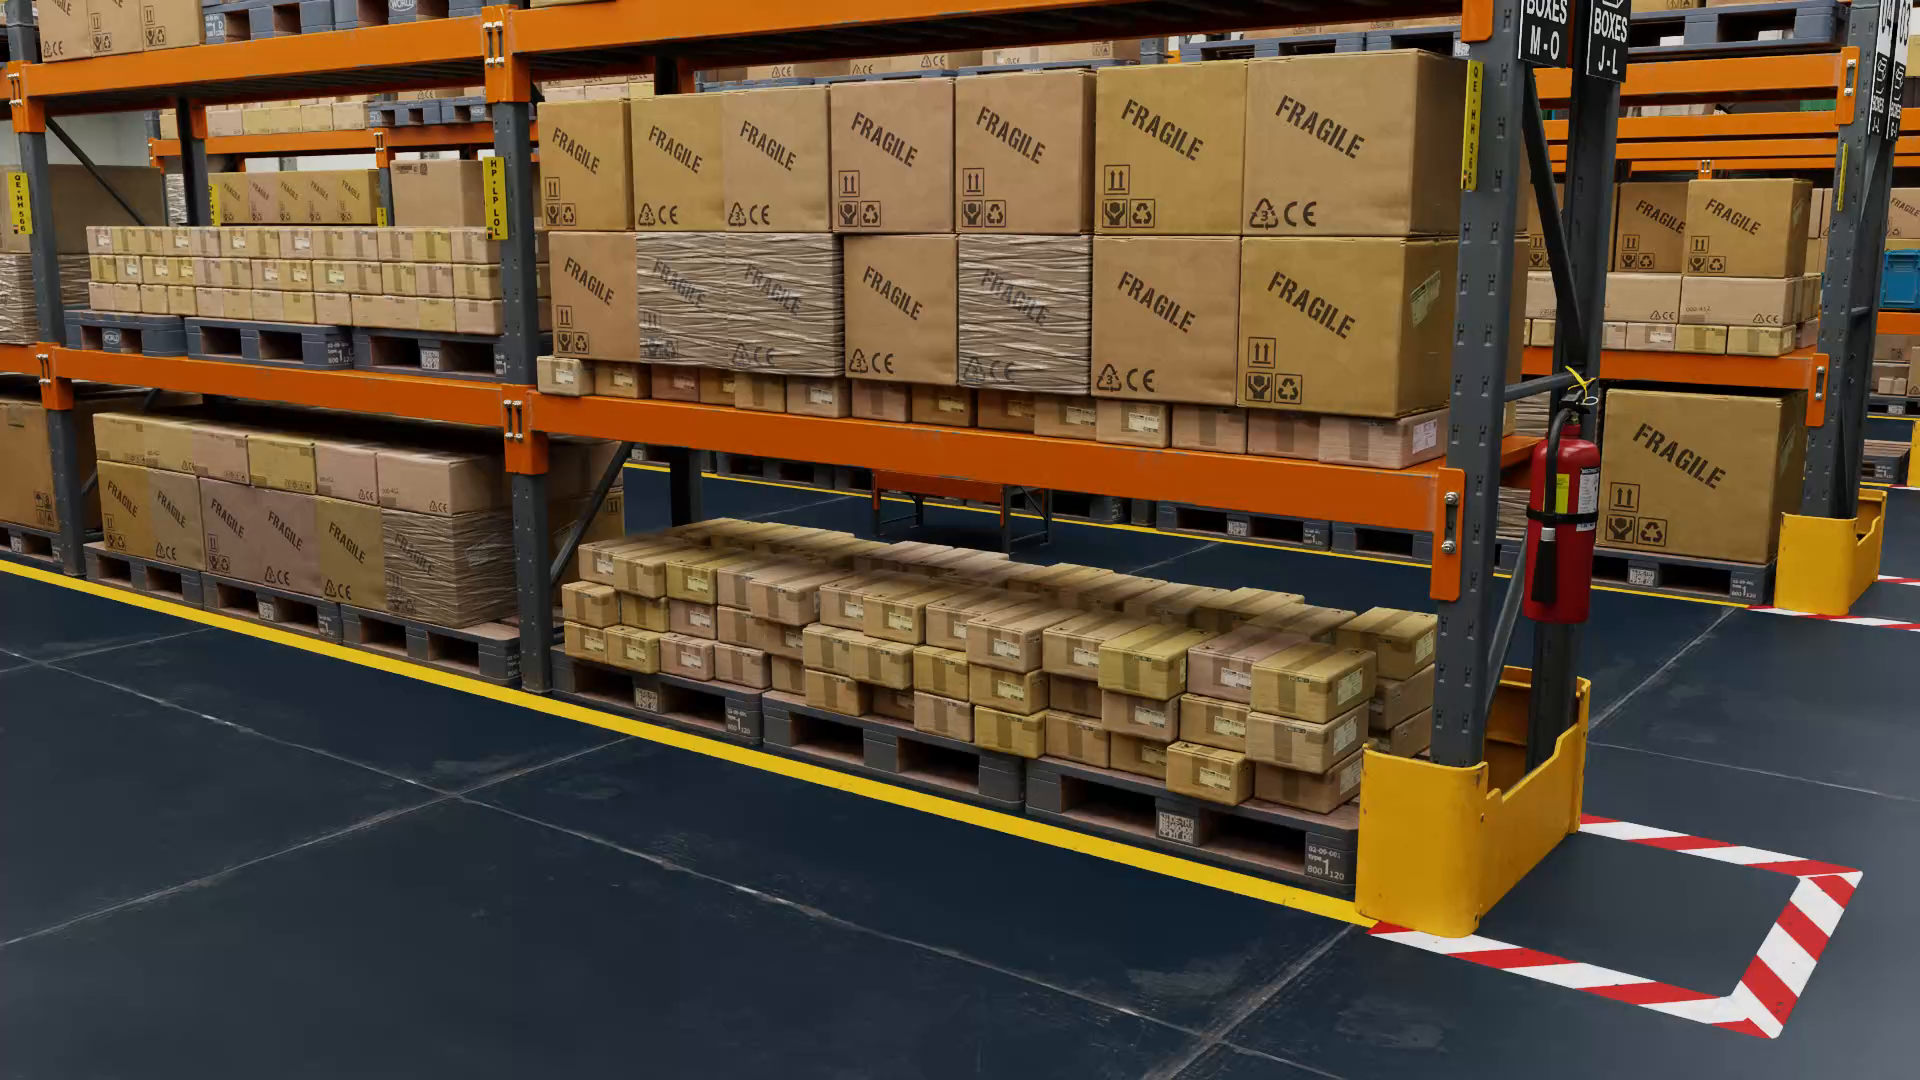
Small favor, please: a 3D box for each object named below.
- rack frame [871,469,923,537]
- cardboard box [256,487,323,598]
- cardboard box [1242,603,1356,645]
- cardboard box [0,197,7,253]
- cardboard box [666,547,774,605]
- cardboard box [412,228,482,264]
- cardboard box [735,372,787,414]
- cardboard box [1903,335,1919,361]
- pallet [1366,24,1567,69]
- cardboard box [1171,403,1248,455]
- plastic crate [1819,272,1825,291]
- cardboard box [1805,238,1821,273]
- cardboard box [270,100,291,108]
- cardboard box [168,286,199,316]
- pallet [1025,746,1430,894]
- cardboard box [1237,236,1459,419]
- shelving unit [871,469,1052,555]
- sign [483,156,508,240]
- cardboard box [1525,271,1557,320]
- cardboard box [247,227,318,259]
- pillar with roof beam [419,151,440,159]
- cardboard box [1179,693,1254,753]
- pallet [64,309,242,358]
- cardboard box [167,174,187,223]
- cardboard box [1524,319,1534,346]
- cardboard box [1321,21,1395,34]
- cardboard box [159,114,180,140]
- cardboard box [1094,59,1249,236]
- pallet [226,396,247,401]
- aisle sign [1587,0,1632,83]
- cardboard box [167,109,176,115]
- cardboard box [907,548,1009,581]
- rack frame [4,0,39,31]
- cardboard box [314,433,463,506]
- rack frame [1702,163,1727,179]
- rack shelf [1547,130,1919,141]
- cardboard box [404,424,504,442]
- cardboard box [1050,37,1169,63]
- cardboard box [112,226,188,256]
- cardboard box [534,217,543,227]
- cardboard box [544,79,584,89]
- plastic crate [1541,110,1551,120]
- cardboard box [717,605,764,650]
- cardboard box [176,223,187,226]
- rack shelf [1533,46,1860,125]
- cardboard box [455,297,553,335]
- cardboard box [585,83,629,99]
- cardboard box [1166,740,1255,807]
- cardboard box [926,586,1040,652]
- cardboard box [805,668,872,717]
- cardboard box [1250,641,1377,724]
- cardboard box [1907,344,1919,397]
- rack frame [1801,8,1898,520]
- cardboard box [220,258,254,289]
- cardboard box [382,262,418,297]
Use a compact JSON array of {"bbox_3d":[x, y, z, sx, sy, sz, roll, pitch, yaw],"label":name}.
[{"bbox_3d":[-0.404,-0.609,10.714,0.032,1.125,0.500,8,13,36],"label":"rack frame"},{"bbox_3d":[-3.112,-0.030,8.264,0.500,0.500,0.500,8,13,34],"label":"cardboard box"},{"bbox_3d":[1.168,0.337,5.724,0.250,0.149,0.380,8,14,37],"label":"cardboard box"},{"bbox_3d":[-5.530,-1.989,10.017,0.500,0.500,0.700,8,13,35],"label":"cardboard box"},{"bbox_3d":[-0.967,0.142,6.731,0.250,0.149,0.380,8,13,35],"label":"cardboard box"},{"bbox_3d":[-2.198,-1.311,7.397,0.250,0.149,0.380,7,13,34],"label":"cardboard box"},{"bbox_3d":[-0.629,-0.576,6.270,0.250,0.149,0.380,8,14,37],"label":"cardboard box"},{"bbox_3d":[12.469,-2.562,21.352,0.500,0.500,0.700,8,13,35],"label":"cardboard box"},{"bbox_3d":[3.108,-2.837,9.632,1.213,0.211,1.003,8,13,36],"label":"pallet"},{"bbox_3d":[0.863,-0.370,5.209,0.250,0.149,0.380,8,13,35],"label":"cardboard box"},{"bbox_3d":[7.097,-2.046,13.493,0.300,0.233,0.416,8,13,36],"label":"plastic crate"},{"bbox_3d":[8.819,-2.934,17.535,0.500,0.500,0.500,8,13,35],"label":"cardboard box"},{"bbox_3d":[-6.471,-4.272,16.164,0.250,0.149,0.380,9,14,38],"label":"cardboard box"},{"bbox_3d":[-3.872,-1.251,8.656,0.250,0.149,0.380,9,14,38],"label":"cardboard box"},{"bbox_3d":[0.987,0.823,5.720,1.213,0.211,1.003,8,13,36],"label":"pallet"},{"bbox_3d":[1.168,-0.647,4.931,0.500,0.500,0.500,8,14,37],"label":"cardboard box"},{"bbox_3d":[0.005,-0.552,10.419,1.048,1.125,0.538,8,13,36],"label":"shelving unit"},{"bbox_3d":[-1.867,-1.374,6.684,0.005,0.325,0.100,8,13,36],"label":"sign"},{"bbox_3d":[3.333,-1.389,9.425,0.500,0.250,0.500,7,13,34],"label":"cardboard box"},{"bbox_3d":[-3.249,-1.457,8.155,0.250,0.149,0.380,8,13,35],"label":"cardboard box"},{"bbox_3d":[-15.381,-9.626,36.596,0.548,9.000,9.100,8,13,36],"label":"pillar with roof beam"},{"bbox_3d":[0.909,0.553,5.389,0.250,0.149,0.380,8,13,34],"label":"cardboard box"},{"bbox_3d":[-4.128,-1.182,9.248,1.003,0.211,1.213,8,13,36],"label":"pallet"},{"bbox_3d":[-7.915,-3.570,17.407,0.500,0.500,0.500,8,13,36],"label":"cardboard box"},{"bbox_3d":[3.184,-1.199,9.490,0.250,0.149,0.380,8,14,36],"label":"cardboard box"},{"bbox_3d":[2.573,-3.276,10.034,0.500,0.500,0.700,9,14,38],"label":"cardboard box"},{"bbox_3d":[-7.961,-4.293,17.320,0.500,0.250,0.500,8,14,37],"label":"cardboard box"},{"bbox_3d":[0.758,-1.197,5.142,0.500,0.500,0.500,7,13,34],"label":"cardboard box"},{"bbox_3d":[-7.501,-1.513,17.796,1.213,0.211,1.003,8,13,36],"label":"pallet"},{"bbox_3d":[1.919,-1.755,4.859,0.004,0.787,0.394,8,13,36],"label":"aisle sign"},{"bbox_3d":[-7.960,-4.472,17.196,0.250,0.149,0.380,8,14,37],"label":"cardboard box"},{"bbox_3d":[-0.006,0.146,6.709,0.250,0.149,0.380,7,13,34],"label":"cardboard box"},{"bbox_3d":[-4.766,-4.286,8.990,0.127,3.000,1.000,8,13,36],"label":"rack frame"},{"bbox_3d":[-2.698,-0.342,7.904,0.500,0.250,0.500,9,14,38],"label":"cardboard box"},{"bbox_3d":[10.271,-3.913,22.861,0.127,3.000,1.000,8,13,36],"label":"rack frame"},{"bbox_3d":[6.019,-3.387,13.624,3.809,0.124,0.919,8,13,36],"label":"rack shelf"},{"bbox_3d":[-2.412,-0.421,8.308,0.500,0.250,0.500,8,14,37],"label":"cardboard box"},{"bbox_3d":[1.002,-3.430,11.096,0.500,0.500,0.700,8,14,37],"label":"cardboard box"},{"bbox_3d":[-4.290,-1.604,8.911,0.250,0.149,0.380,8,13,34],"label":"cardboard box"},{"bbox_3d":[-3.521,-2.614,14.767,0.637,0.503,0.797,10,15,41],"label":"cardboard box"},{"bbox_3d":[-3.091,-3.985,13.753,0.500,0.500,0.500,8,14,36],"label":"cardboard box"},{"bbox_3d":[4.928,-3.764,14.749,0.662,0.188,0.450,8,13,36],"label":"plastic crate"},{"bbox_3d":[-0.748,0.314,6.626,0.250,0.149,0.380,7,13,33],"label":"cardboard box"},{"bbox_3d":[-7.769,-3.117,17.696,0.500,0.500,0.875,8,13,36],"label":"cardboard box"},{"bbox_3d":[3.088,-2.533,9.723,4.000,0.370,1.077,8,13,36],"label":"rack shelf"},{"bbox_3d":[-1.979,-0.988,7.293,0.250,0.149,0.380,8,13,34],"label":"cardboard box"},{"bbox_3d":[-2.685,-3.557,13.515,0.500,0.250,0.500,8,13,35],"label":"cardboard box"},{"bbox_3d":[0.867,0.712,5.352,0.250,0.149,0.380,8,14,37],"label":"cardboard box"},{"bbox_3d":[0.086,0.286,5.987,0.250,0.149,0.380,7,13,34],"label":"cardboard box"},{"bbox_3d":[-0.369,0.533,6.278,0.250,0.149,0.380,8,13,34],"label":"cardboard box"},{"bbox_3d":[1.106,0.440,5.192,0.250,0.149,0.380,8,14,36],"label":"cardboard box"},{"bbox_3d":[9.982,-1.717,16.931,0.500,0.500,0.500,8,13,36],"label":"cardboard box"},{"bbox_3d":[4.700,-1.189,8.777,0.127,3.000,1.000,8,13,36],"label":"rack frame"},{"bbox_3d":[-3.456,-1.339,8.329,0.250,0.149,0.380,8,13,35],"label":"cardboard box"},{"bbox_3d":[-2.391,-1.192,7.565,0.250,0.149,0.380,9,14,38],"label":"cardboard box"}]
